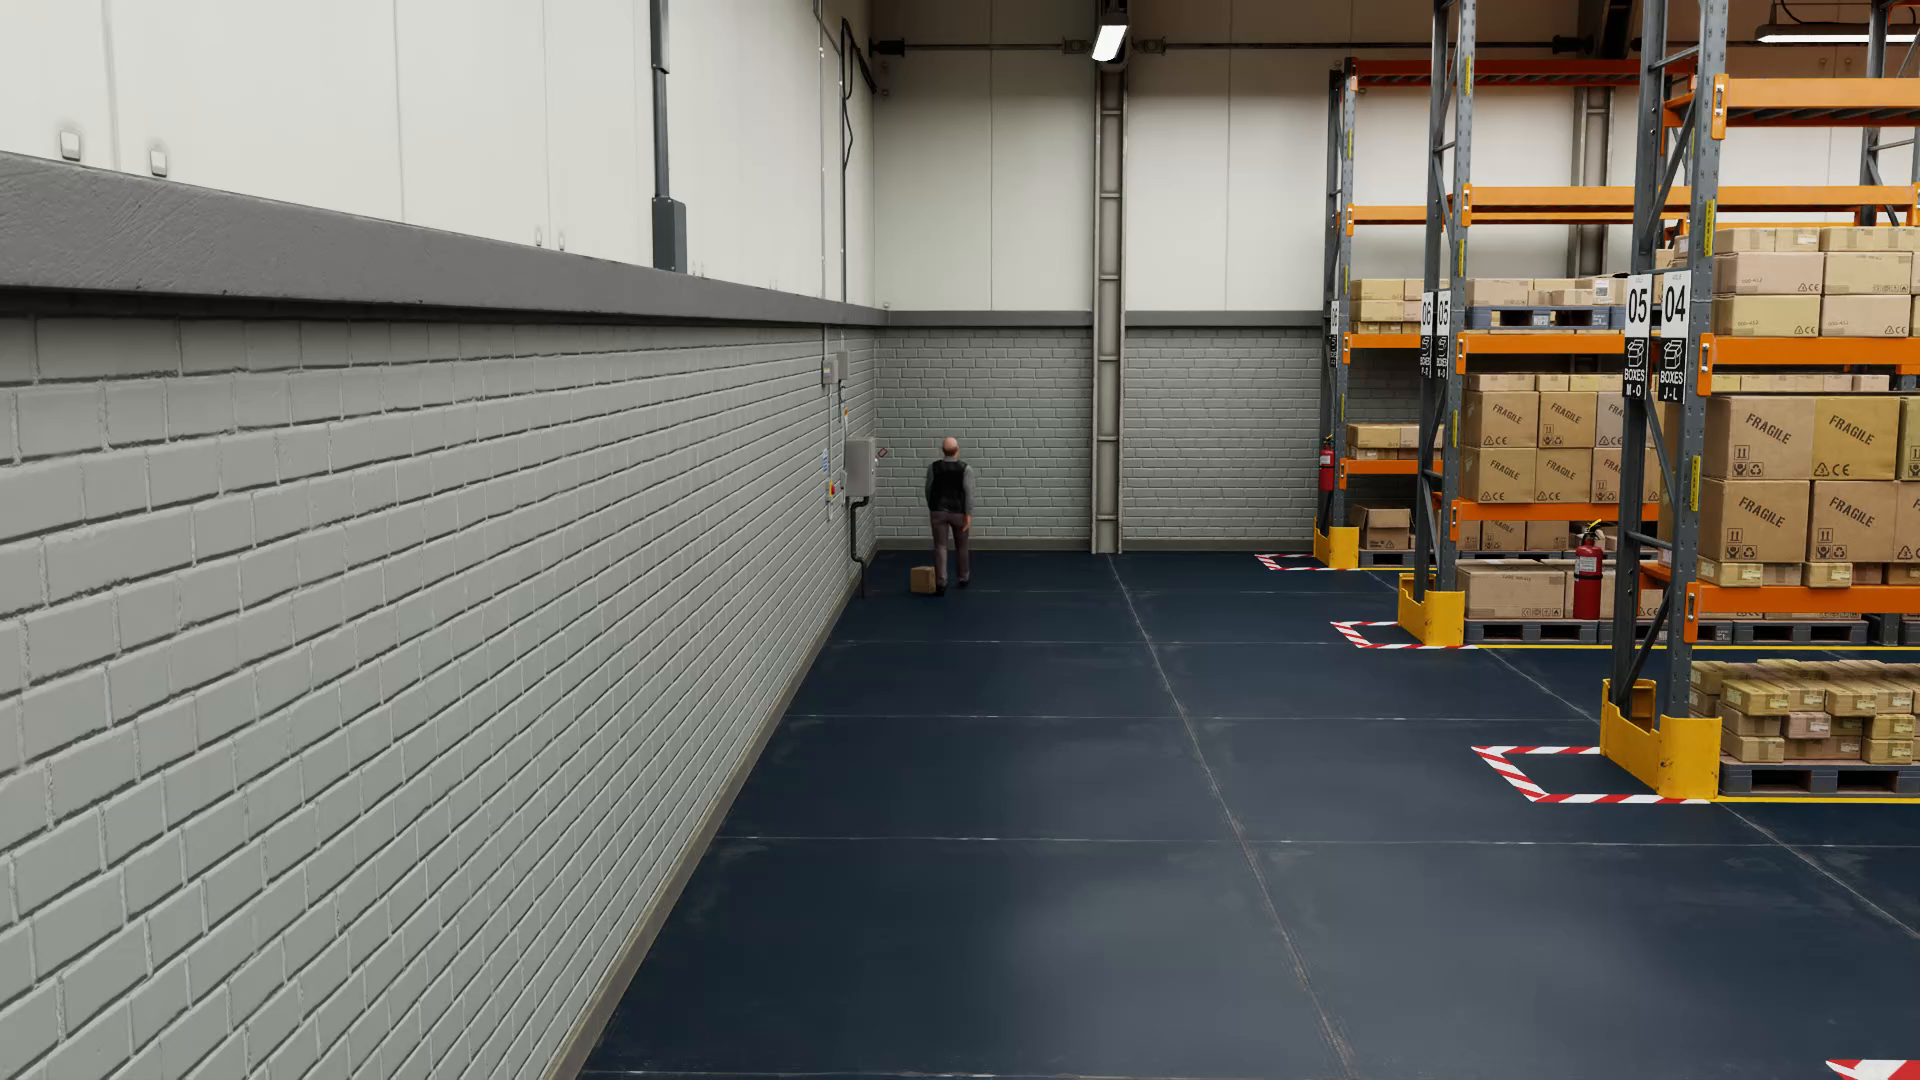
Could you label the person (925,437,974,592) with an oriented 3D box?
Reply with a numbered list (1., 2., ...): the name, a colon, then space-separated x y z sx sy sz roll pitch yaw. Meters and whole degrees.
1. person: -0.113 -0.296 18.211 0.542 1.679 0.923 0 7 1
